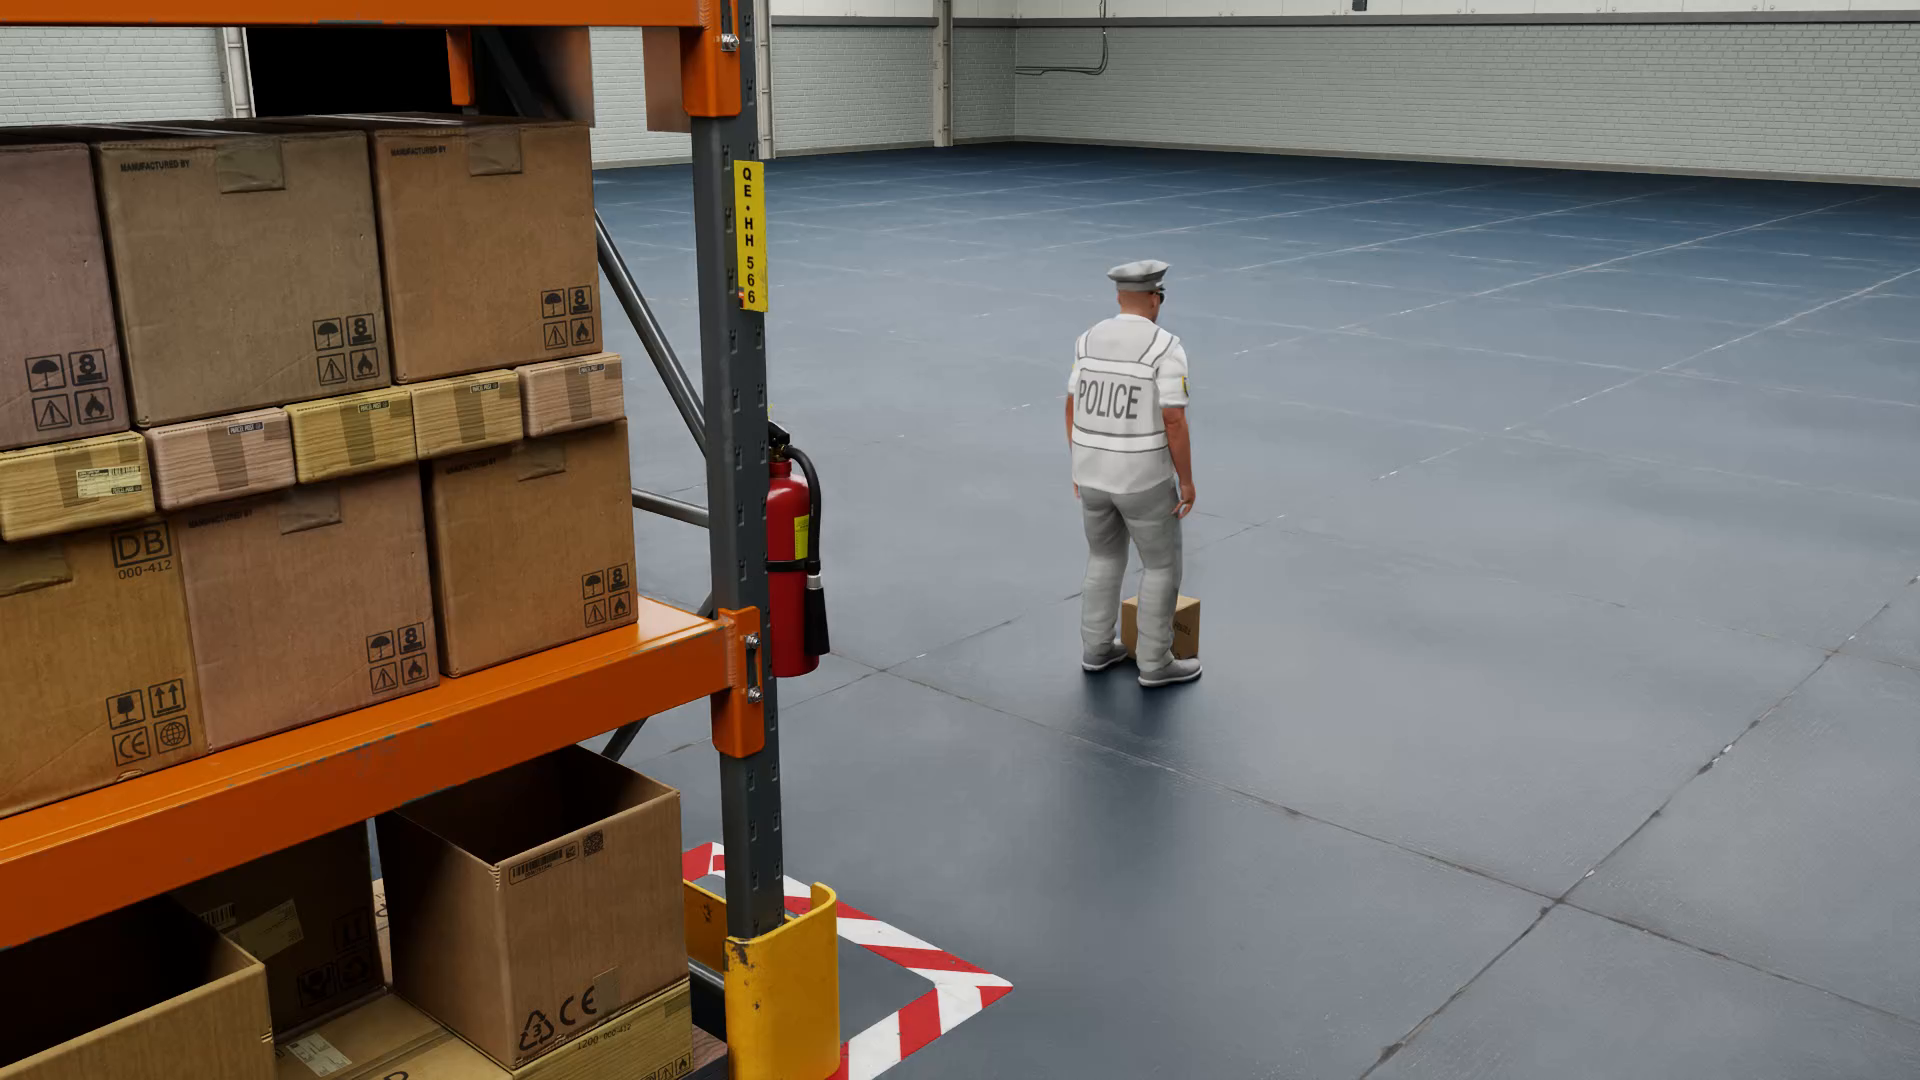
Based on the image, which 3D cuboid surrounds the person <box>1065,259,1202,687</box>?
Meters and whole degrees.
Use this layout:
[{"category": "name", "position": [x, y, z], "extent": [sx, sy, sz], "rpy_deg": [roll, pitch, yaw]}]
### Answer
[{"category": "person", "position": [0.703, -0.269, 6.920], "extent": [0.596, 1.747, 0.437], "rpy_deg": [13, 21, 37]}]
